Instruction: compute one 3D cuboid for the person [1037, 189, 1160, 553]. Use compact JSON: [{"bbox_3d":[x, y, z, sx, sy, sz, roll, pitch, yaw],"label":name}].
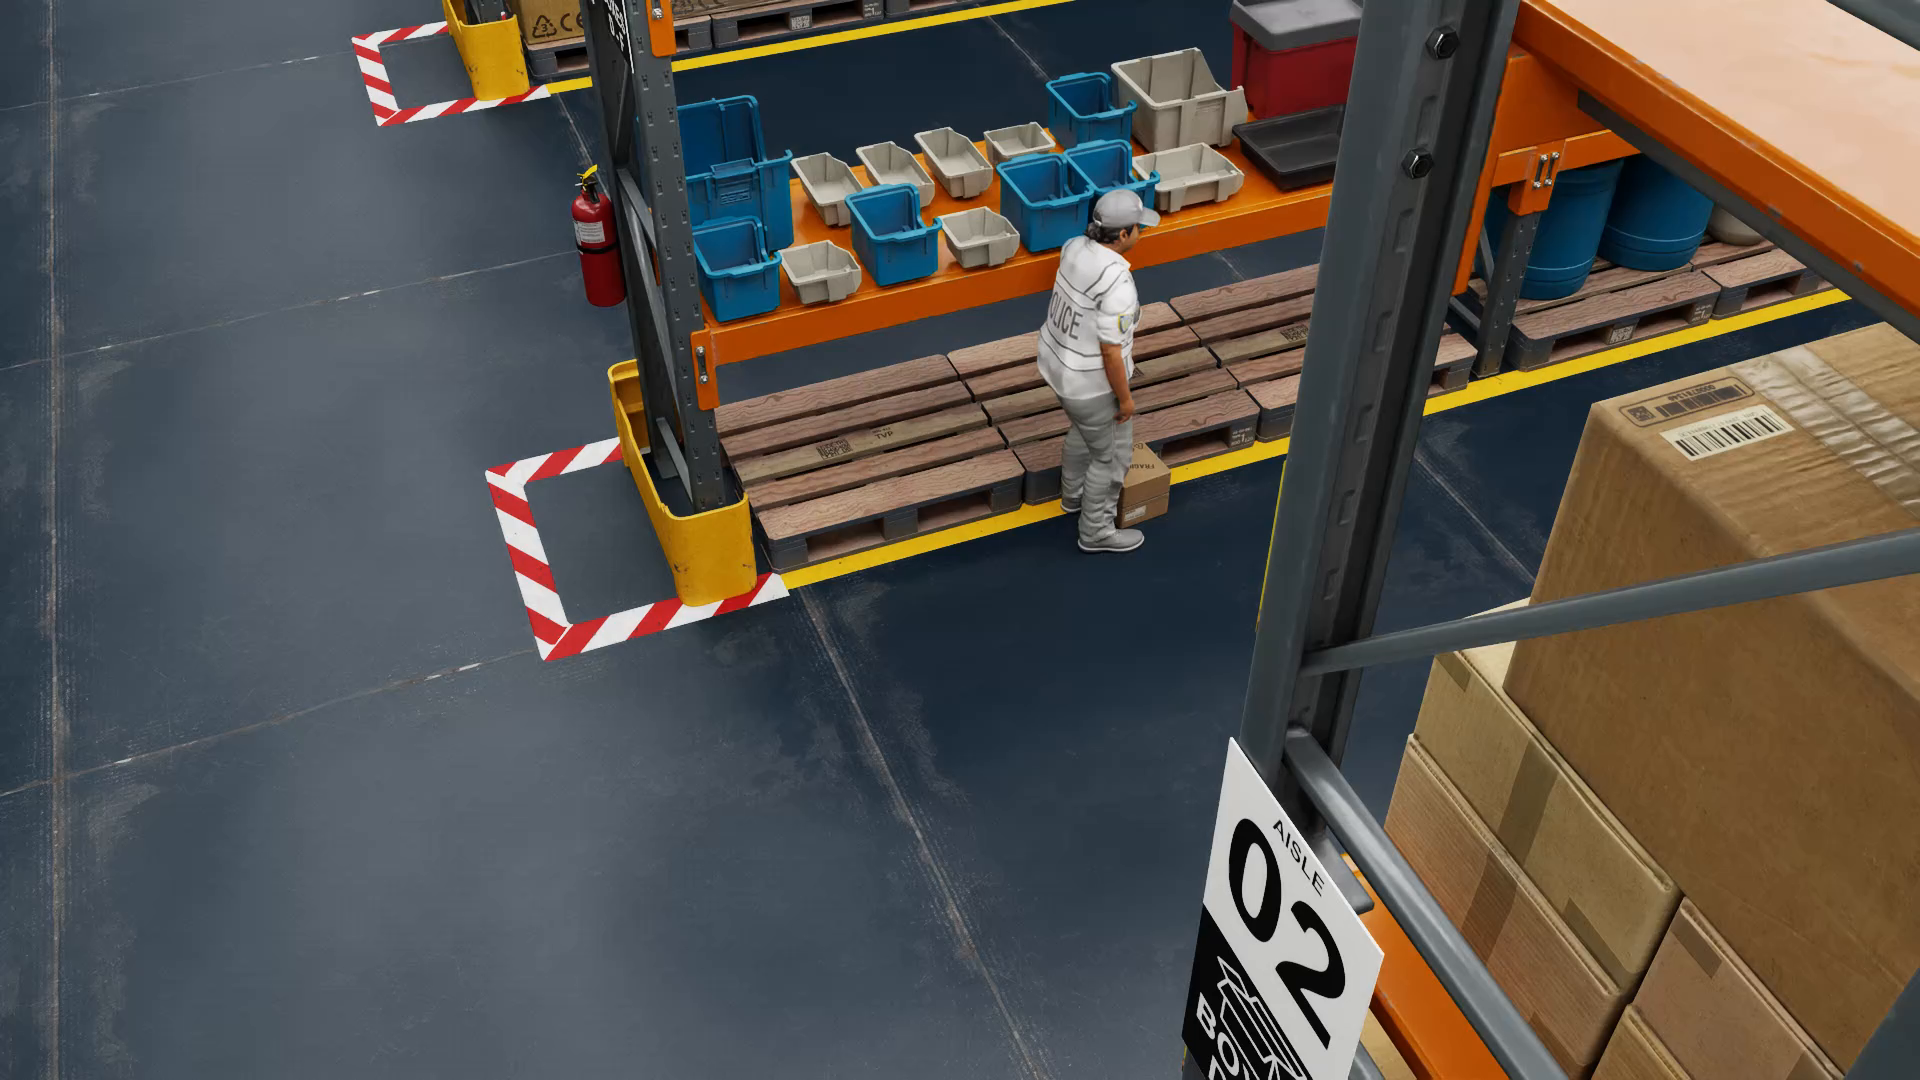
[{"bbox_3d":[0.583,-0.709,7.016,0.467,1.666,0.537,-16,44,-17],"label":"person"}]
